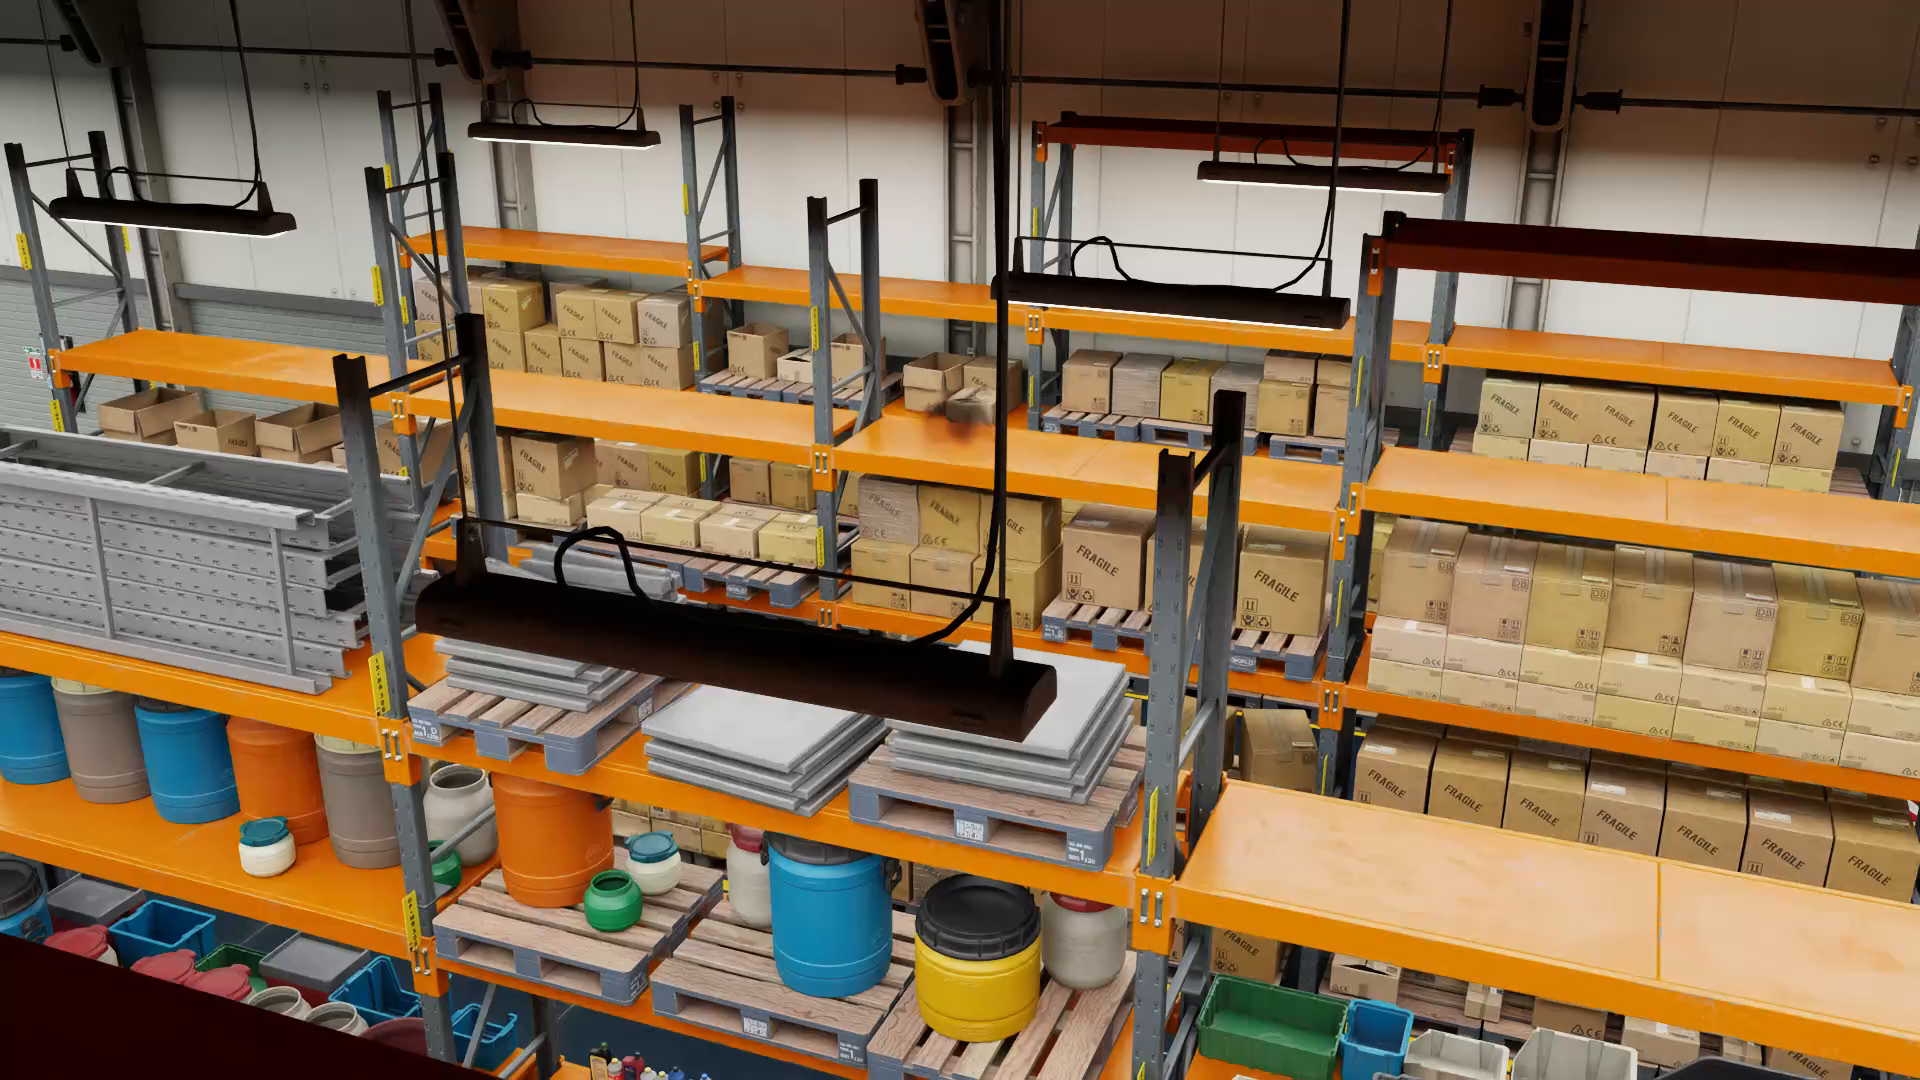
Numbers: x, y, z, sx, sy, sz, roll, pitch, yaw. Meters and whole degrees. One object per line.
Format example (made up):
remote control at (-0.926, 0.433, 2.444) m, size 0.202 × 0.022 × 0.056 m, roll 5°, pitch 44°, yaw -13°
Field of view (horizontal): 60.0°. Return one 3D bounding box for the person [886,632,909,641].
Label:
person at (-0.733, 1.279, 16.839) m, size 0.533 × 1.641 × 0.585 m, roll -19°, pitch 28°, yaw -41°

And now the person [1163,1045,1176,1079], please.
person at (1.193, 3.780, 10.233) m, size 0.534 × 1.616 × 0.555 m, roll 11°, pitch 23°, yaw 26°
